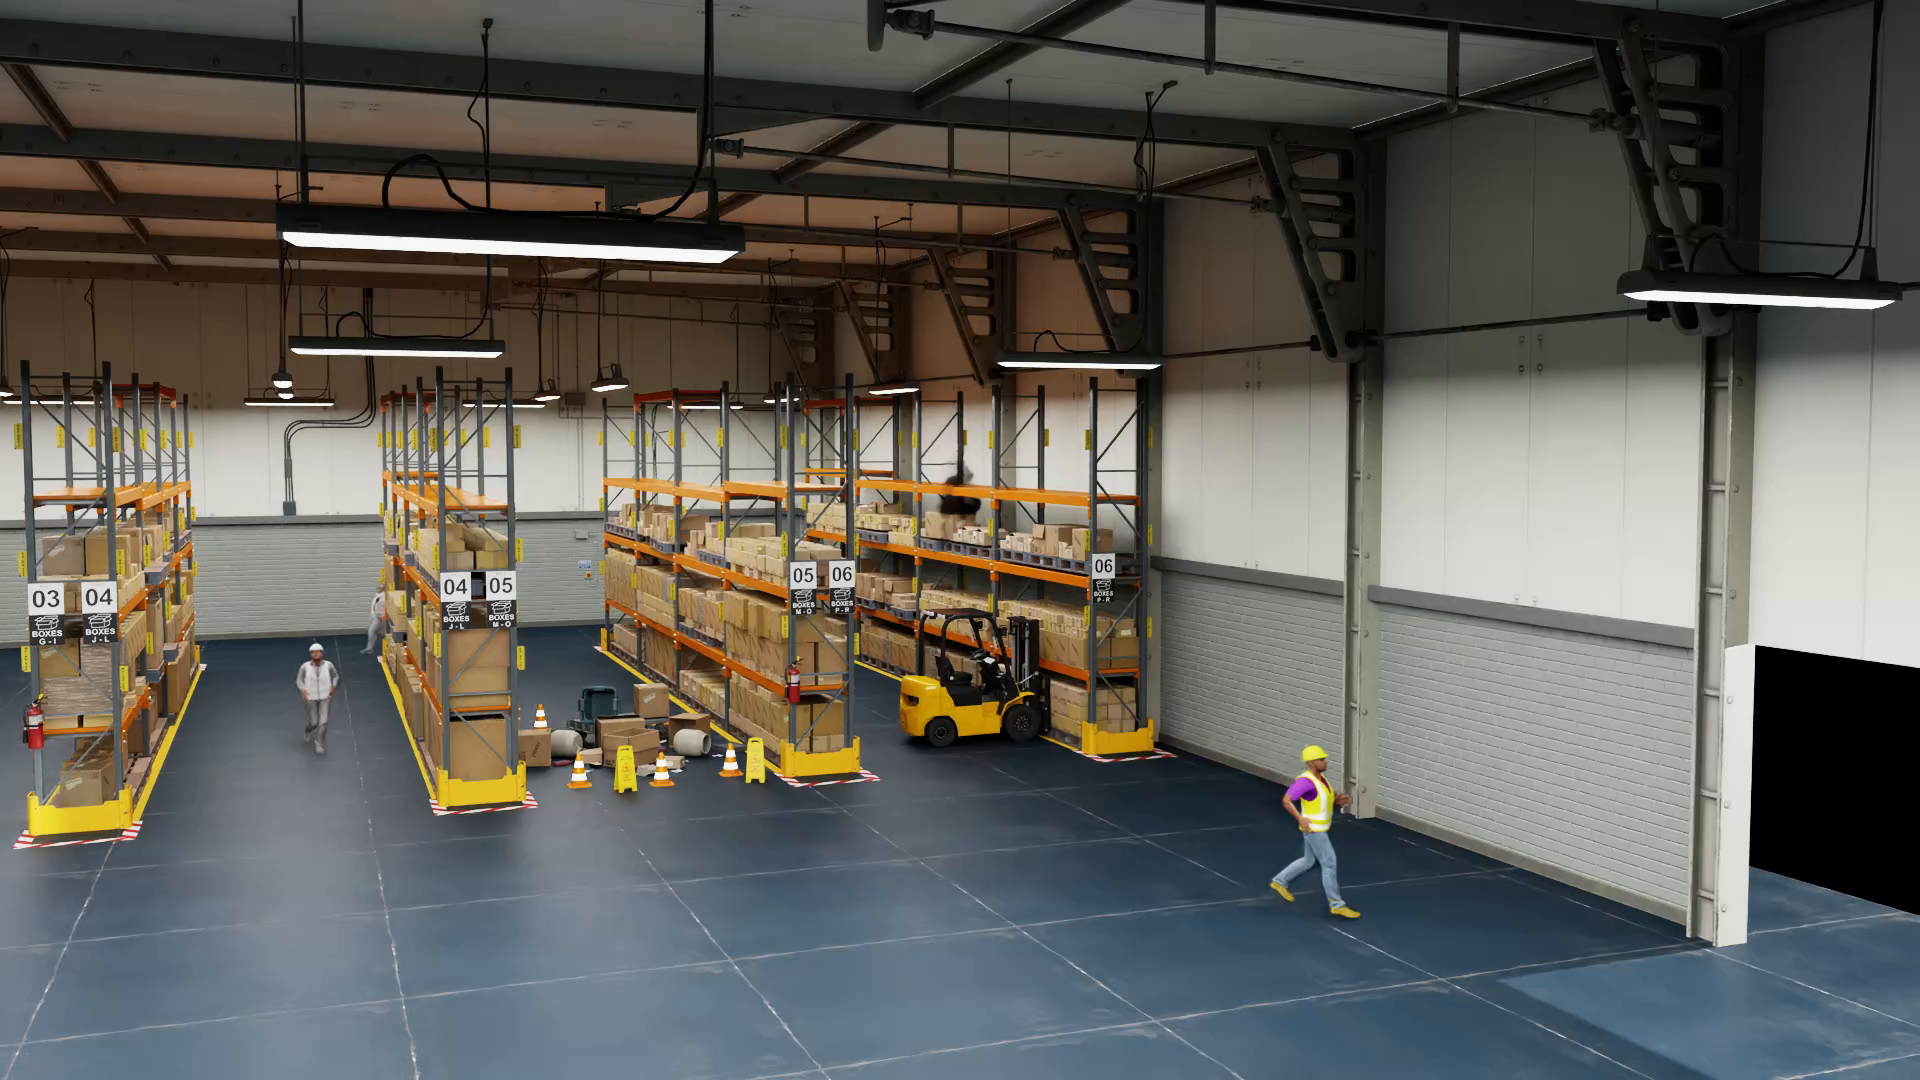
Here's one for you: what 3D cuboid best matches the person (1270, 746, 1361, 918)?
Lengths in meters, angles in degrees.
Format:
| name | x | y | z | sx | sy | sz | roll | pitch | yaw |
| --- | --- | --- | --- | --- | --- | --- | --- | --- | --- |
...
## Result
| name | x | y | z | sx | sy | sz | roll | pitch | yaw |
| --- | --- | --- | --- | --- | --- | --- | --- | --- | --- |
| person | 3.742 | 3.037 | 17.496 | 0.989 | 1.754 | 0.700 | 2 | 4 | 24 |

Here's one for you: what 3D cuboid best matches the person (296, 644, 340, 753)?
| name | x | y | z | sx | sy | sz | roll | pitch | yaw |
| --- | --- | --- | --- | --- | --- | --- | --- | --- | --- |
| person | -10.329 | 2.532 | 26.782 | 0.661 | 1.751 | 0.642 | -2 | 4 | -26 |

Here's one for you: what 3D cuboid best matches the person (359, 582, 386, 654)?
| name | x | y | z | sx | sy | sz | roll | pitch | yaw |
| --- | --- | --- | --- | --- | --- | --- | --- | --- | --- |
| person | -13.538 | 1.804 | 38.778 | 0.889 | 1.706 | 0.822 | -2 | 4 | -29 |
